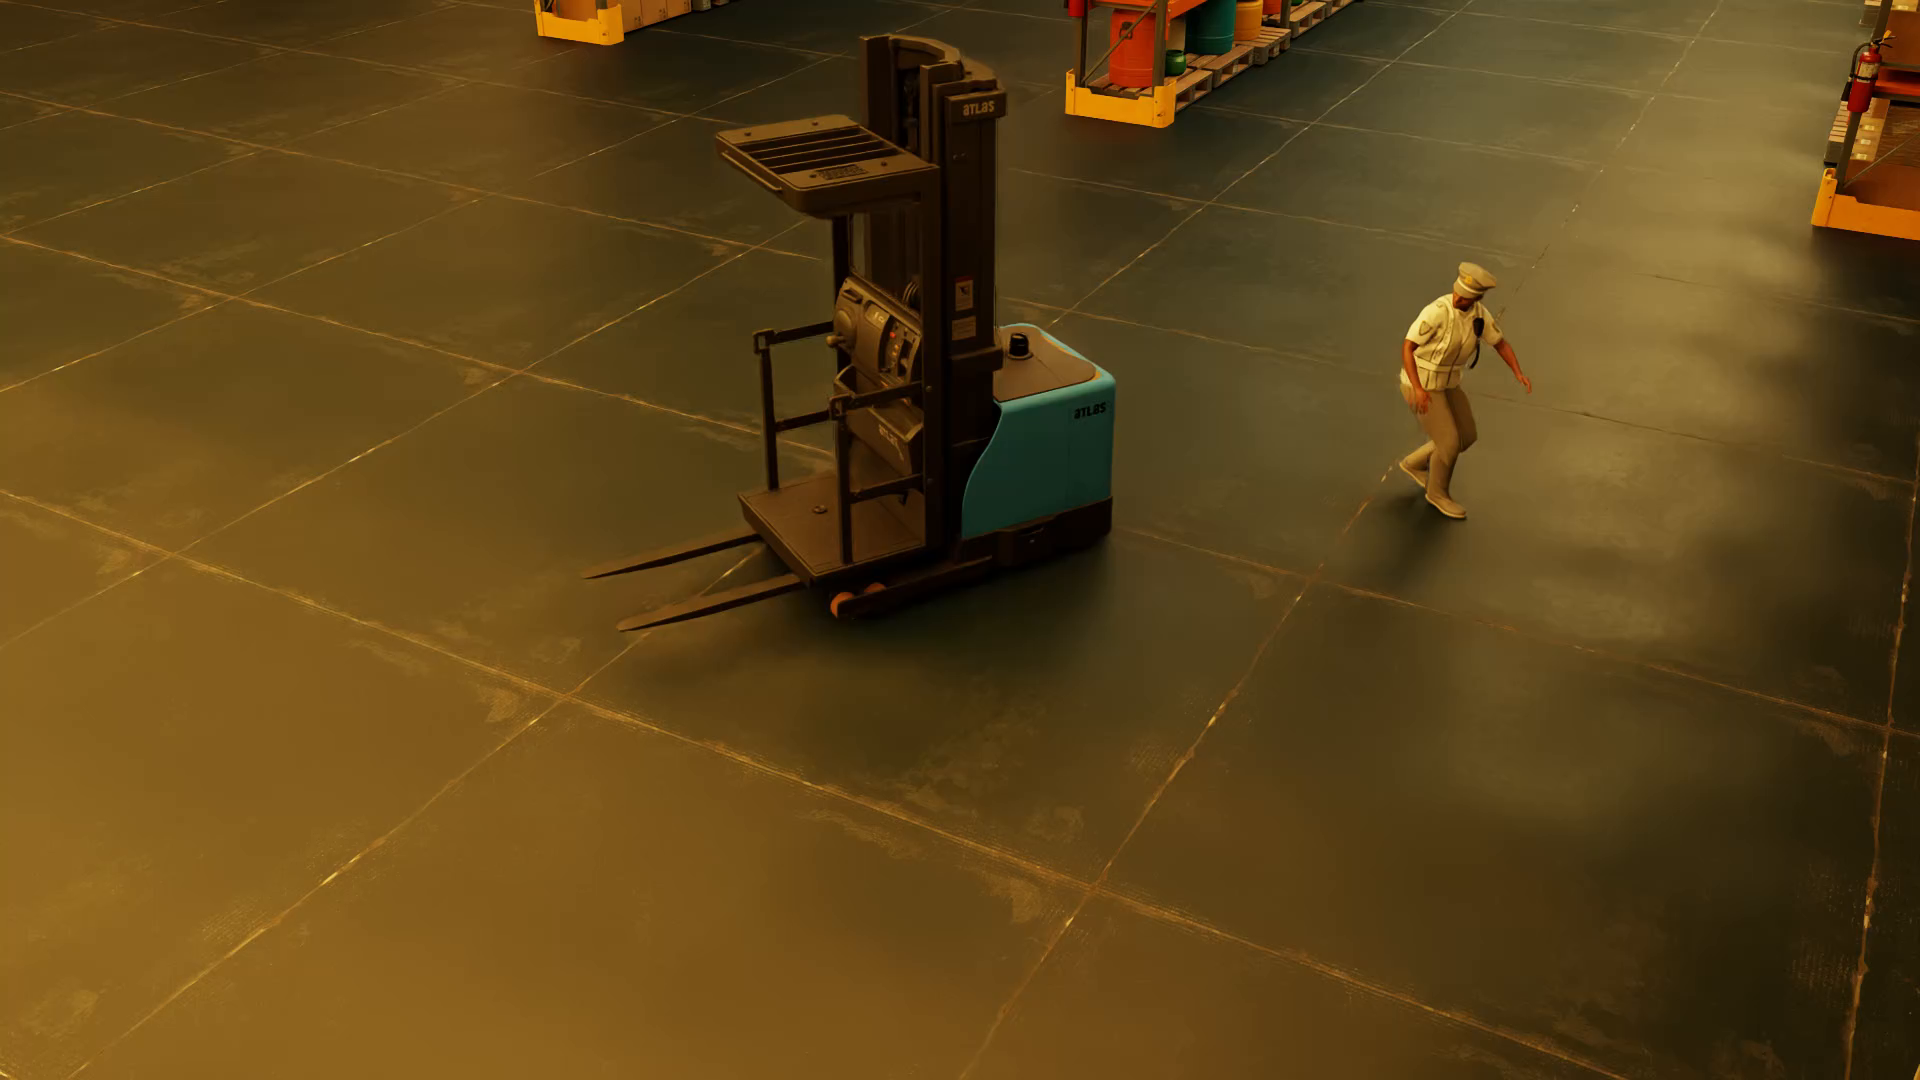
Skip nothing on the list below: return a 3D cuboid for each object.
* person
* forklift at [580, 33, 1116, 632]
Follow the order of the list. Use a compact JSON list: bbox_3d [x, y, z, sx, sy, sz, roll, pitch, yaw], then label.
[{"bbox_3d":[2.970,-0.879,9.964,0.760,1.564,0.748,-21,36,-32],"label":"person"},{"bbox_3d":[-0.630,-1.116,9.004,3.031,2.935,1.130,-16,34,-25],"label":"forklift"}]
